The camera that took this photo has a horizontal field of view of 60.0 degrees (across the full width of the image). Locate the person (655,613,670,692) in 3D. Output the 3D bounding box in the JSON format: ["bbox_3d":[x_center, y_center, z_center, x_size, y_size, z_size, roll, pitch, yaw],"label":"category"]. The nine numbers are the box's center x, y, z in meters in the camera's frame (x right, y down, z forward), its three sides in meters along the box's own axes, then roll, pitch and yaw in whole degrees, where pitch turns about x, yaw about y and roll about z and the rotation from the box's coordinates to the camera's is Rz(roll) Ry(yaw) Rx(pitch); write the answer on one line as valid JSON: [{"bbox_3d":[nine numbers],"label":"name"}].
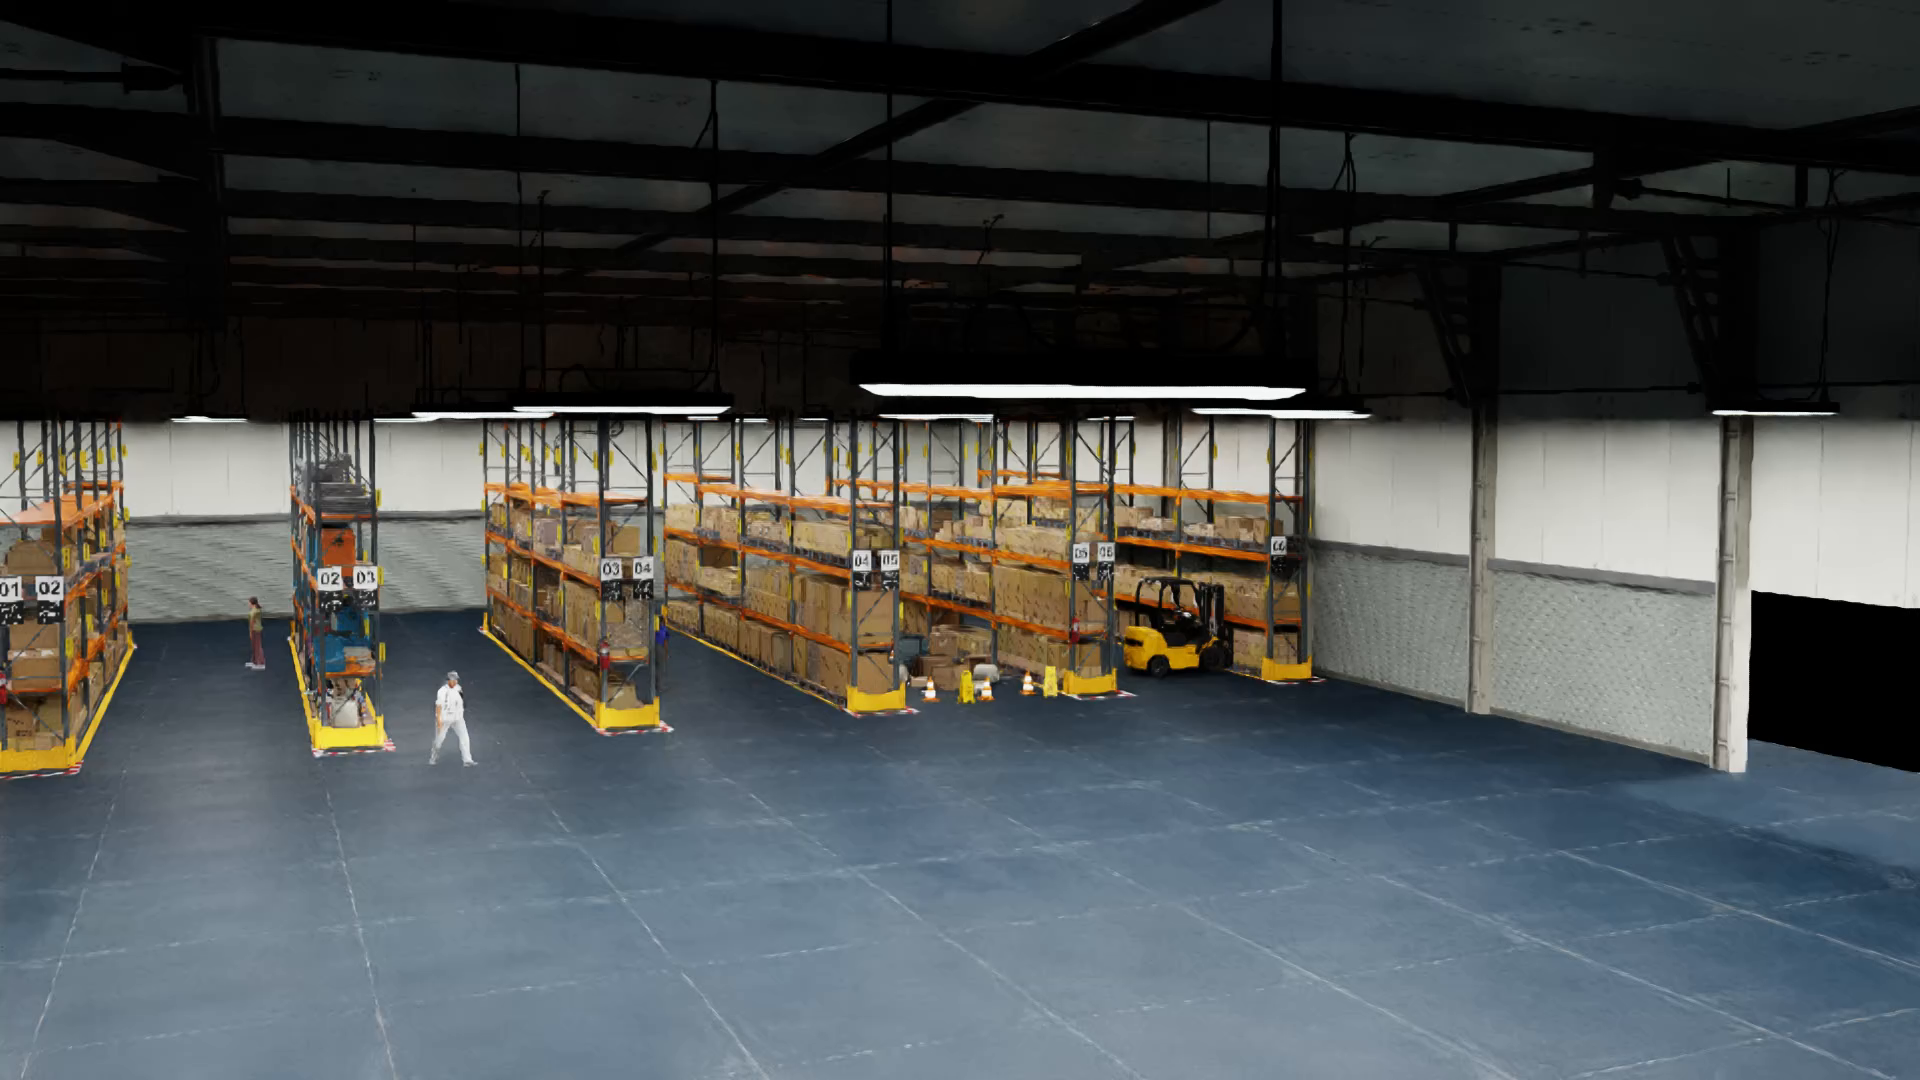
[{"bbox_3d":[-6.404,2.387,35.565,0.371,1.662,0.582,-4,6,-44],"label":"person"}]

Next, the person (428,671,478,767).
[{"bbox_3d":[-8.505,2.979,27.750,0.941,1.613,0.519,4,6,43],"label":"person"}]

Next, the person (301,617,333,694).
[{"bbox_3d":[-13.125,2.350,33.929,0.562,1.576,0.577,-3,5,-36],"label":"person"}]

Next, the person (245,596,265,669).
[{"bbox_3d":[-16.494,2.159,38.857,0.545,1.652,0.545,0,4,-4],"label":"person"}]
